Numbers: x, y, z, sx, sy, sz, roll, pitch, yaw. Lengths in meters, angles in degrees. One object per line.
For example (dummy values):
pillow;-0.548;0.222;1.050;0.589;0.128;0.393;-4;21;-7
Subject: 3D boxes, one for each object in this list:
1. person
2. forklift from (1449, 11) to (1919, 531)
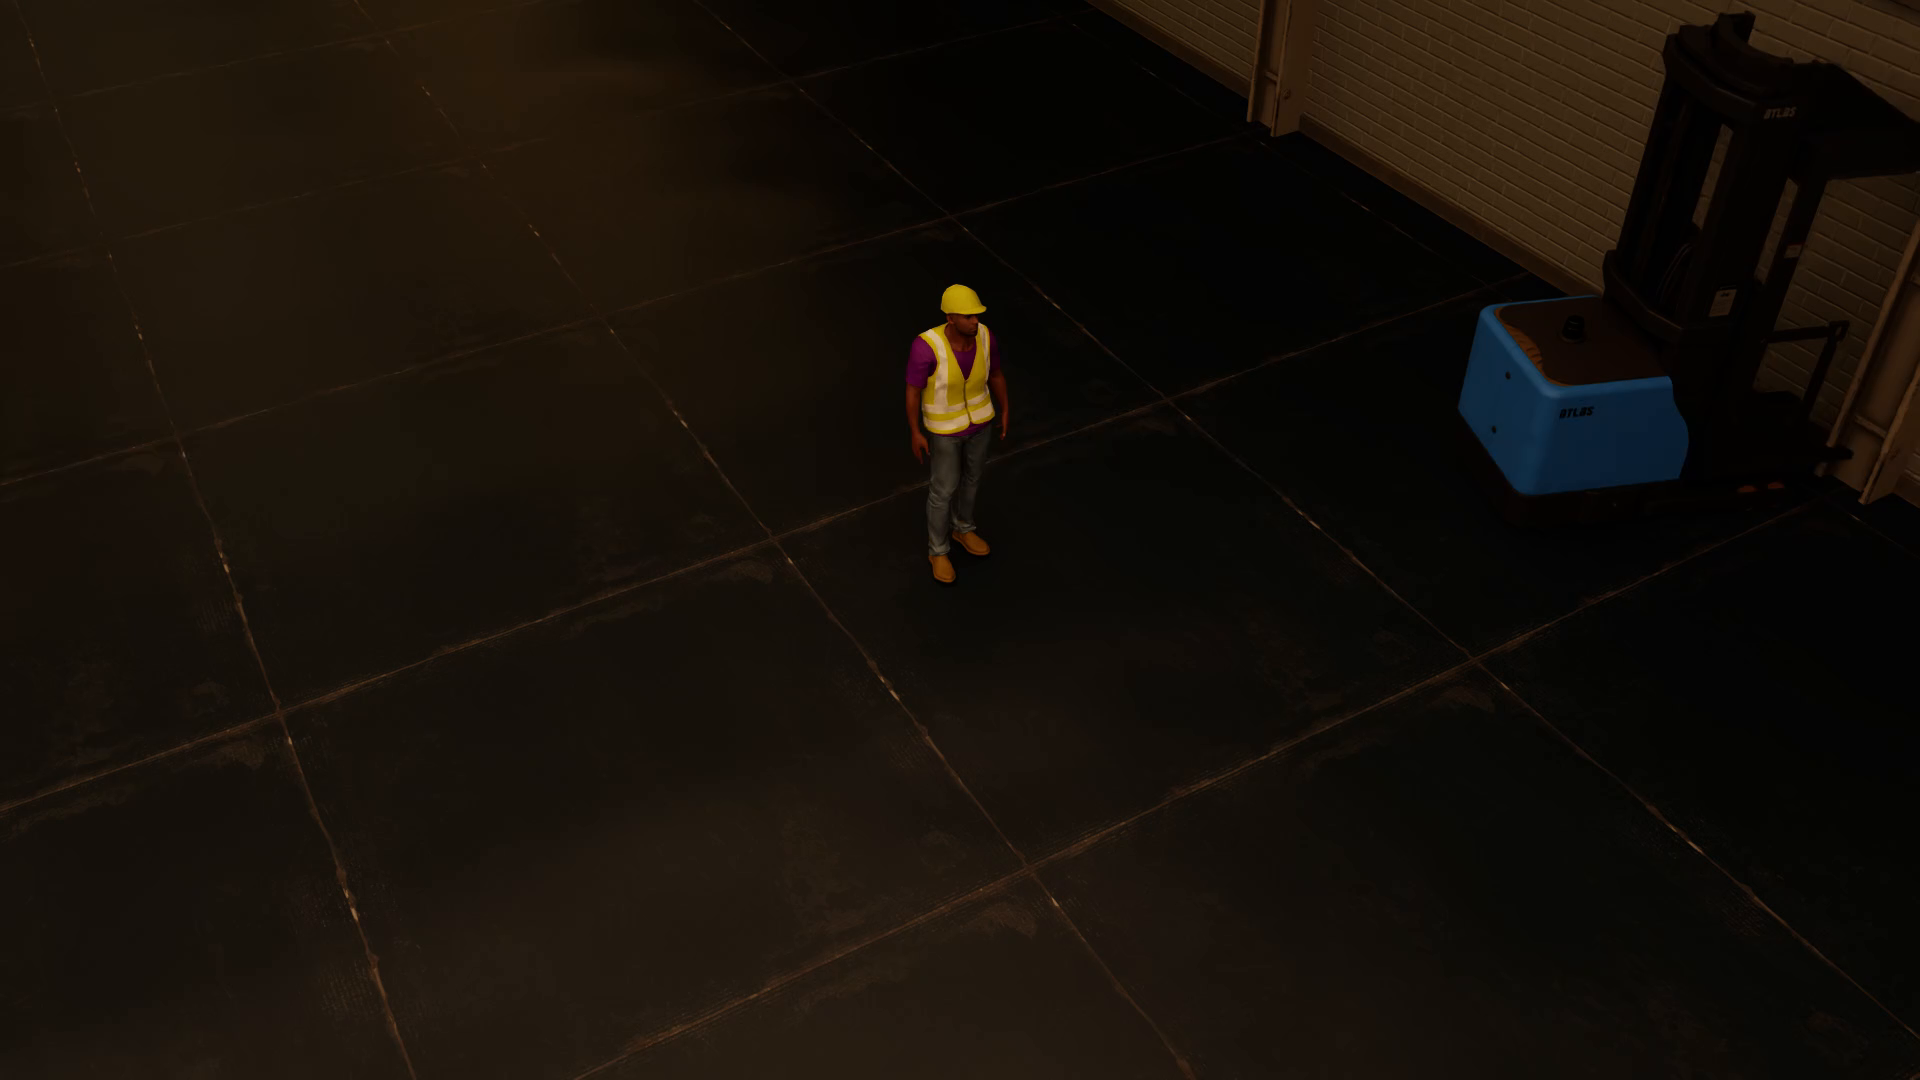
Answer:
person;0.030;-0.645;9.714;0.665;1.768;0.575;-20;44;-23
forklift;4.809;-1.639;10.012;3.031;2.935;1.130;-7;40;-8
